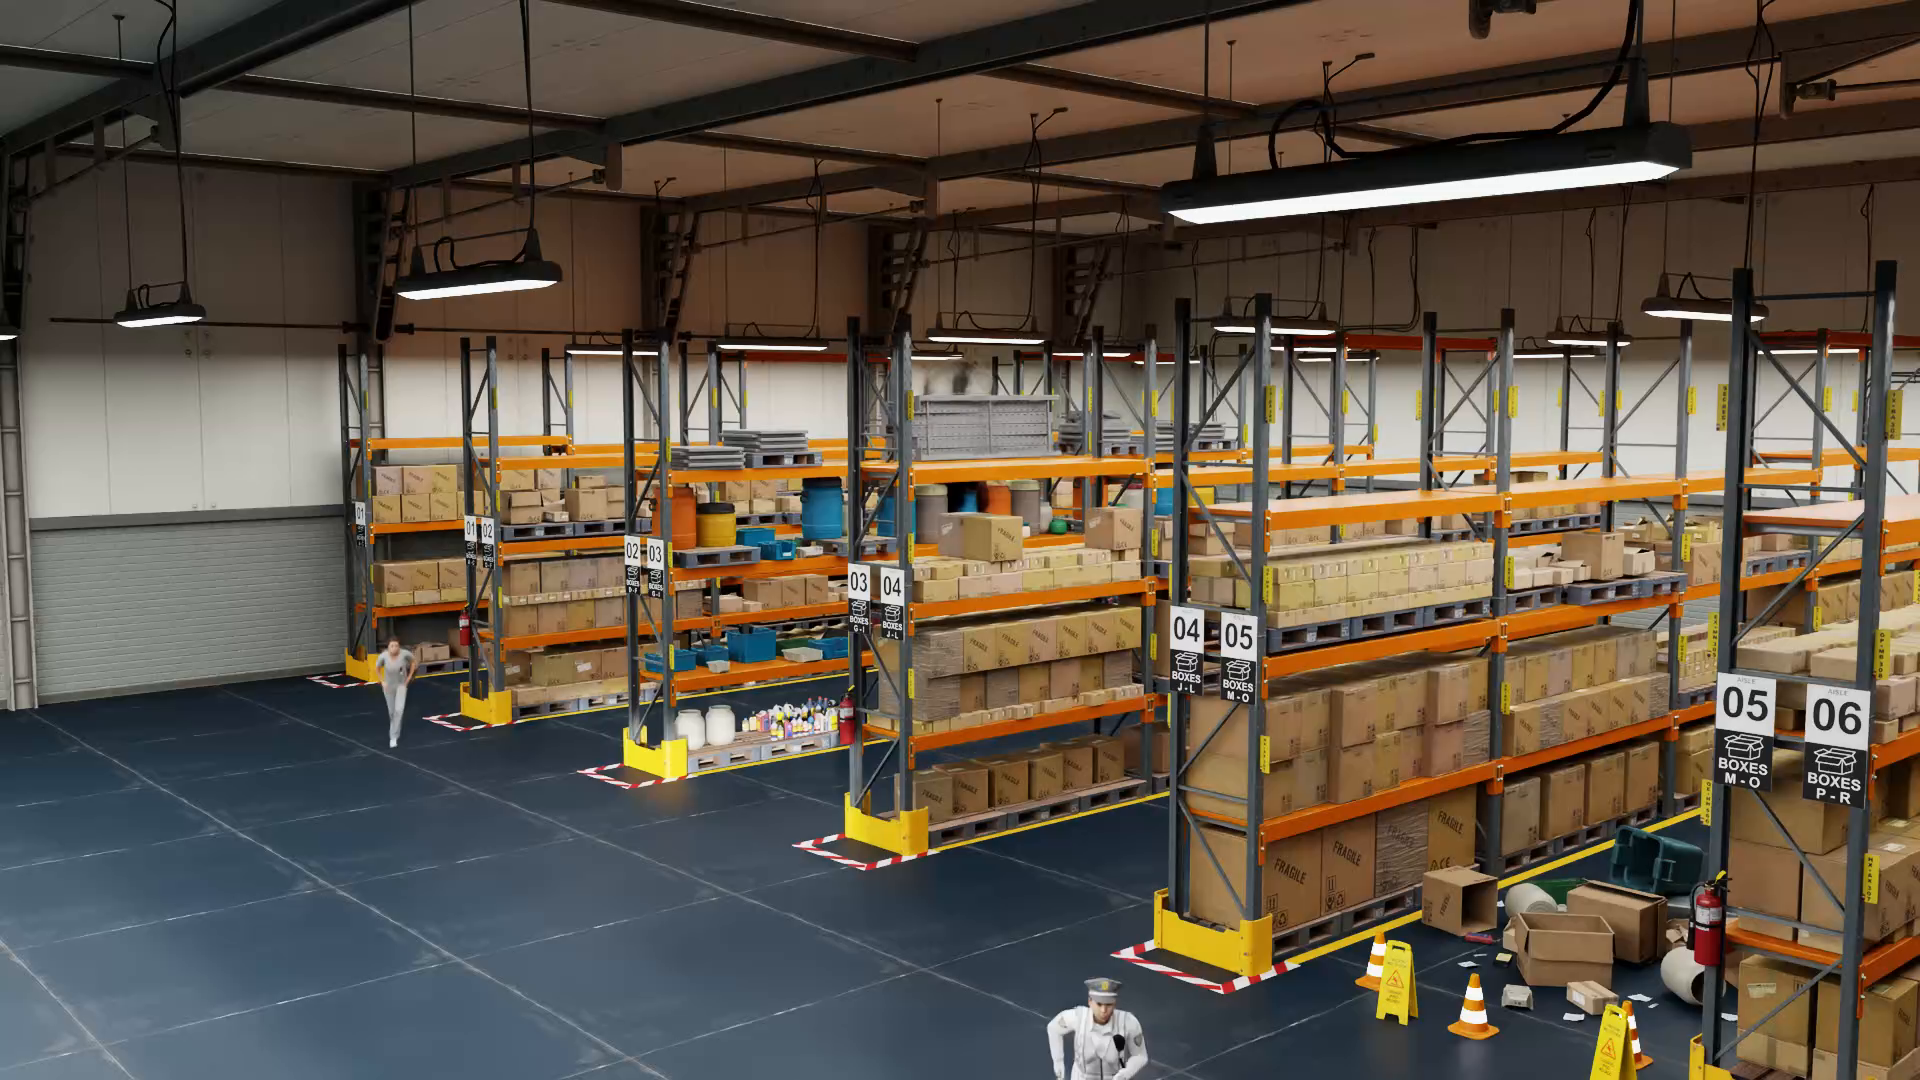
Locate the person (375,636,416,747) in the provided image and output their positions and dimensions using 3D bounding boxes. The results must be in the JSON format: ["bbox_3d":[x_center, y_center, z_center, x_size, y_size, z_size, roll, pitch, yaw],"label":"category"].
[{"bbox_3d":[-8.346,2.185,24.593,0.580,1.623,0.951,-2,6,-23],"label":"person"}]

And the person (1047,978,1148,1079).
[{"bbox_3d":[0.845,3.451,10.342,0.578,1.616,0.651,0,5,-2],"label":"person"}]
